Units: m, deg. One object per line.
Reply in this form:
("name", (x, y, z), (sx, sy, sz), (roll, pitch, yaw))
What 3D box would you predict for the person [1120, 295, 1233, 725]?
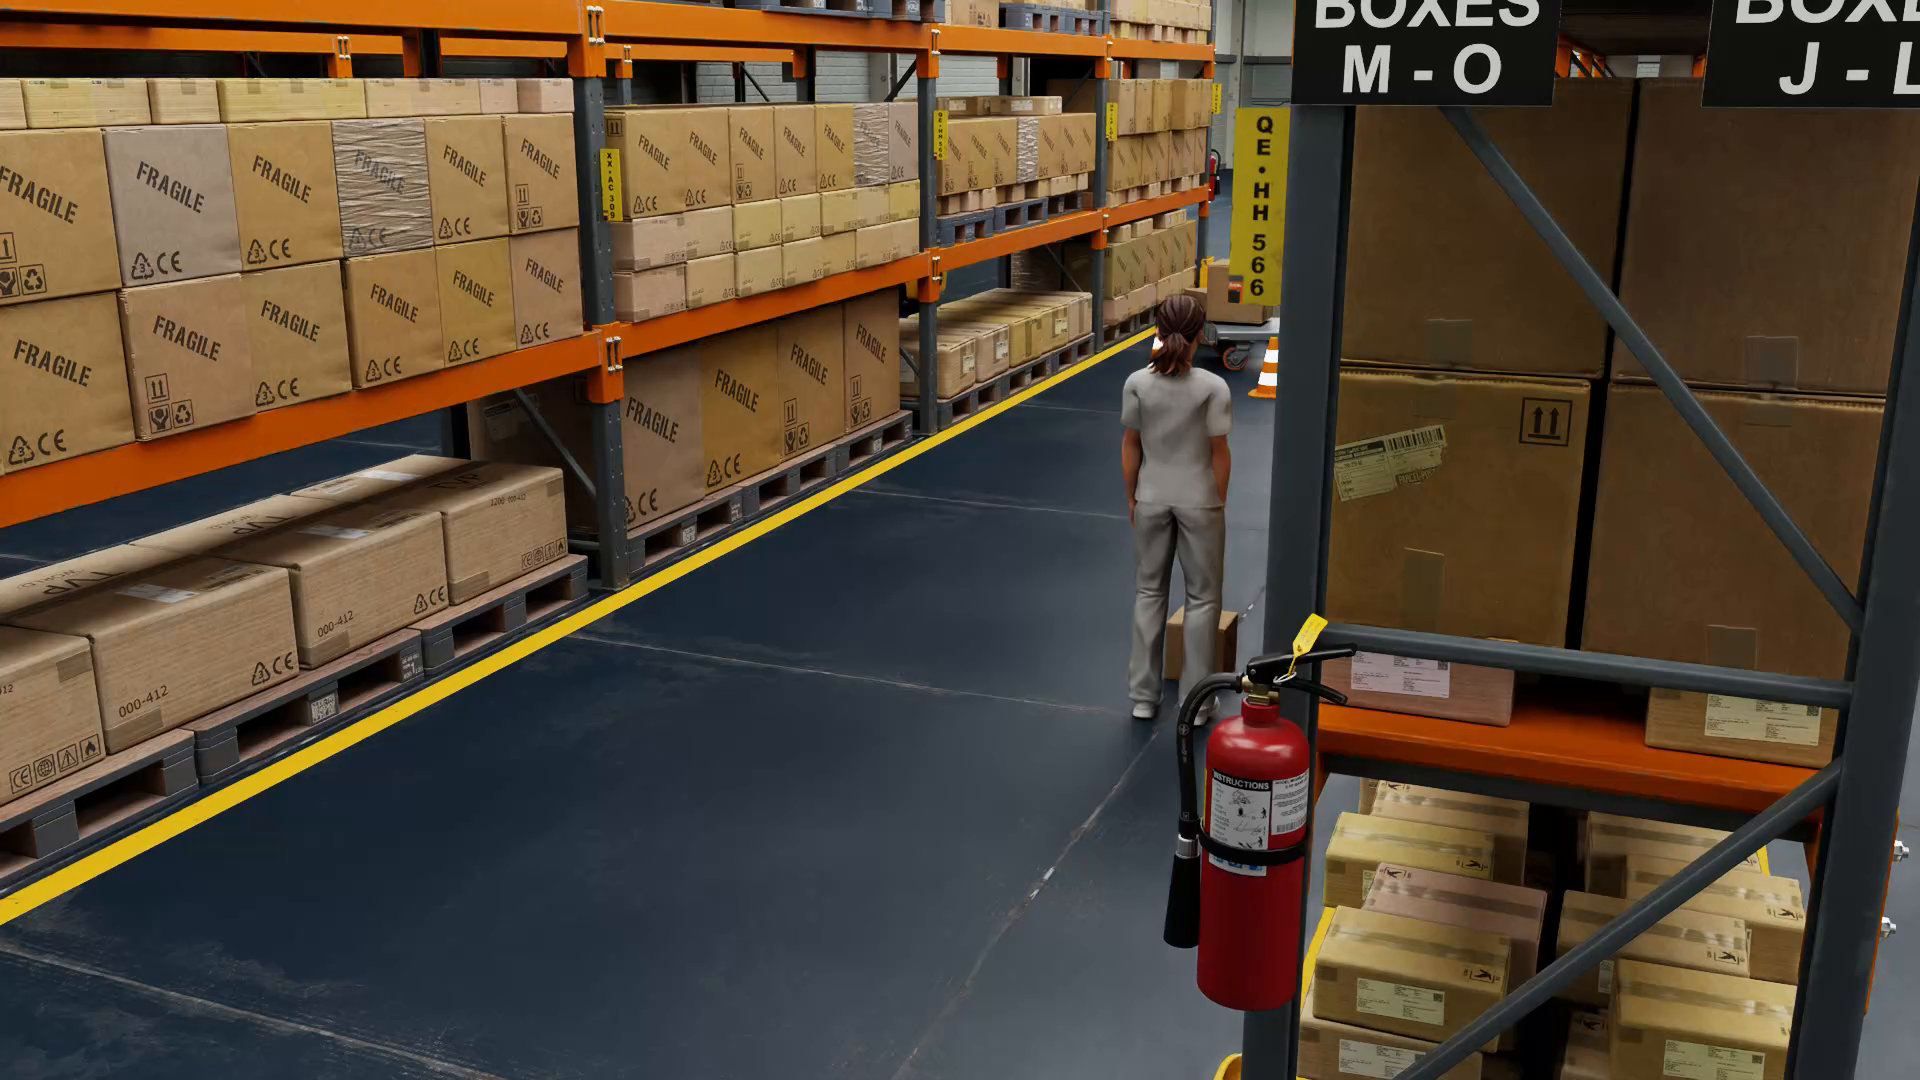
("person", (0.829, -0.111, 6.443), (0.439, 1.674, 0.359), (6, 17, 22))
